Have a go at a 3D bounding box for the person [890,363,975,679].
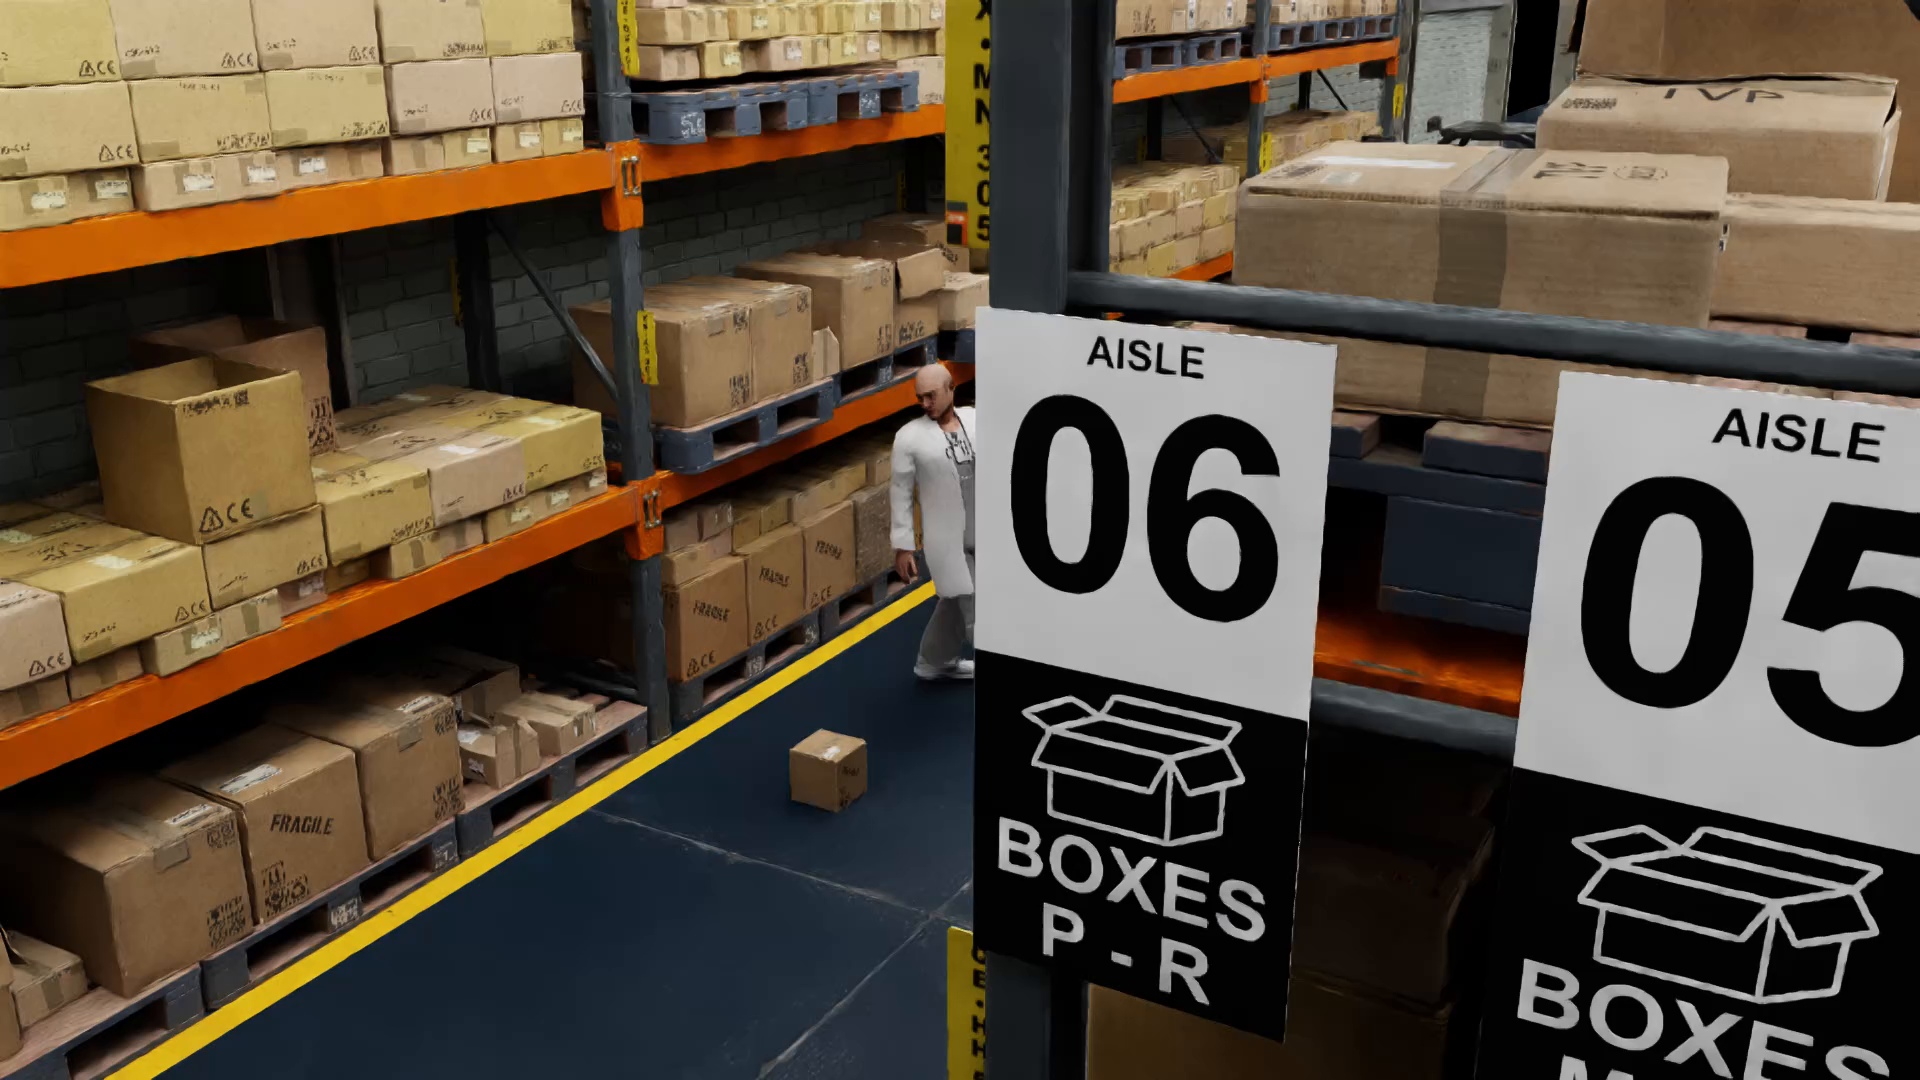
[{"bbox_3d":[0.009,0.008,8.132,0.617,1.718,0.763,-15,24,-37],"label":"person"}]
